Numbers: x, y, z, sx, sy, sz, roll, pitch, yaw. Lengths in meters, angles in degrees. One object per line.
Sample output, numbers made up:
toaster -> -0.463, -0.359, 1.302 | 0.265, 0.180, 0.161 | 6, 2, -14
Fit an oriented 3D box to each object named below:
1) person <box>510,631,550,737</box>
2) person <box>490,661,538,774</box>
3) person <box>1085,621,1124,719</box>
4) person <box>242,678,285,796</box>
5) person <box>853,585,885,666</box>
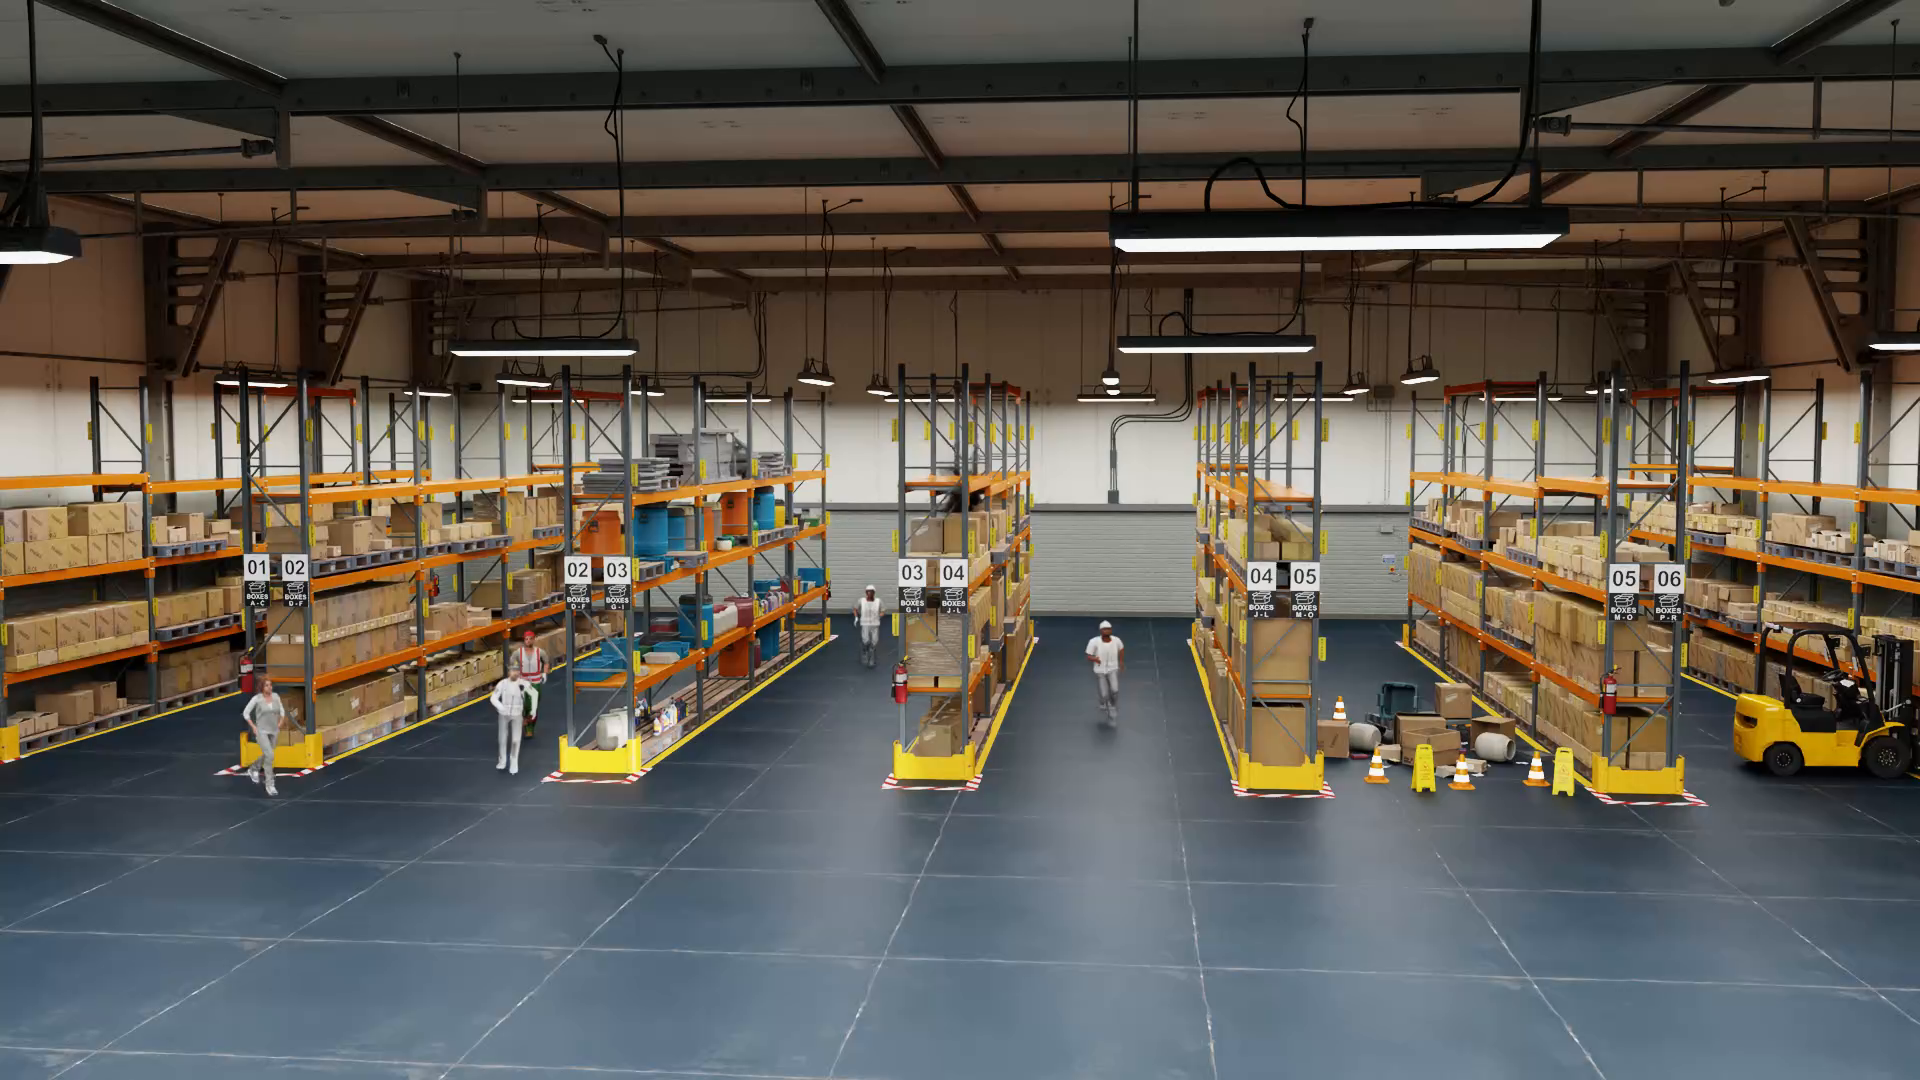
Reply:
person -> -7.112, 2.366, 27.474 | 0.655, 1.743, 0.652 | -1, 4, -15
person -> -6.563, 2.607, 24.486 | 0.672, 1.685, 0.623 | -1, 4, -12
person -> 2.476, 2.203, 28.297 | 0.687, 1.656, 0.725 | 0, 4, 0
person -> -9.718, 2.719, 23.230 | 0.769, 1.618, 0.543 | 3, 5, 37
person -> -1.922, 1.838, 35.483 | 0.667, 1.741, 0.638 | -1, 4, -8
